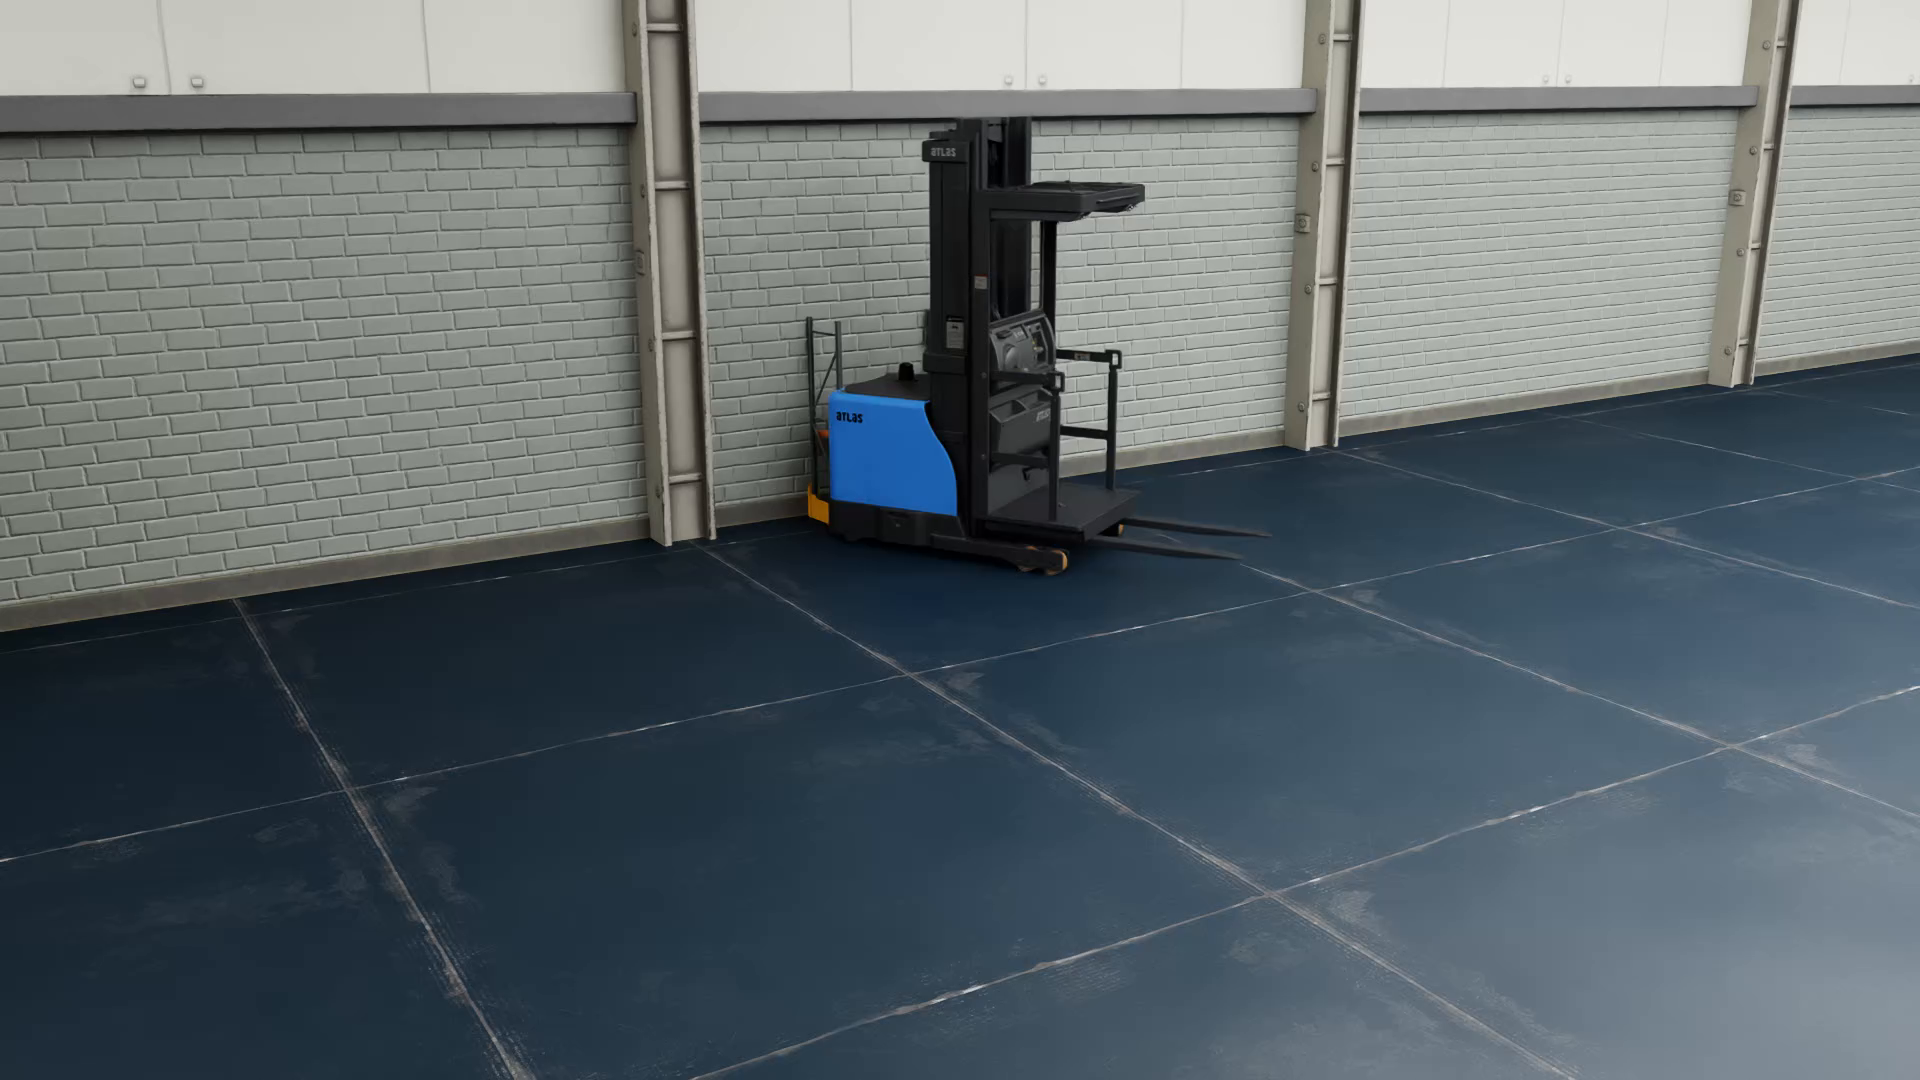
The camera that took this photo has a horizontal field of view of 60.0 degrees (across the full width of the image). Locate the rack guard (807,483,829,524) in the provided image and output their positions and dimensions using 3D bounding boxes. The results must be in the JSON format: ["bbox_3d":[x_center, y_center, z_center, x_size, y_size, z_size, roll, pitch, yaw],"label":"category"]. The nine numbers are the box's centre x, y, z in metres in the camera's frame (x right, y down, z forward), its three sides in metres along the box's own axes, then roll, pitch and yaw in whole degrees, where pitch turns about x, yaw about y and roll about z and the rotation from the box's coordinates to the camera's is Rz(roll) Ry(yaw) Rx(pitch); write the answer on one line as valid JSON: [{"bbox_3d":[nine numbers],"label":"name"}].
[{"bbox_3d":[-0.968,-0.256,12.321,0.087,0.250,0.587,-8,14,-30],"label":"rack guard"}]

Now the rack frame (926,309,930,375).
[{"bbox_3d":[-0.110,-0.992,12.700,0.032,1.500,0.500,-8,14,-30],"label":"rack frame"}]

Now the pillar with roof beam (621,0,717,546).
[{"bbox_3d":[0.222,-3.355,7.206,0.400,9.000,9.100,-9,18,-30],"label":"pillar with roof beam"}]

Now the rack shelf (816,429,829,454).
[{"bbox_3d":[-0.541,-0.753,12.481,1.000,0.185,0.538,-8,14,-30],"label":"rack shelf"}]

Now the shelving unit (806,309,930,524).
[{"bbox_3d":[-0.551,-0.928,12.438,1.083,1.500,0.587,-8,14,-30],"label":"shelving unit"}]

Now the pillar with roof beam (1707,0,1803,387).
[{"bbox_3d":[10.508,-5.023,13.157,0.400,9.000,9.100,-9,18,-30],"label":"pillar with roof beam"}]

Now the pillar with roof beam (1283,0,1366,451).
[{"bbox_3d":[5.365,-4.189,10.181,0.400,9.000,9.100,-9,18,-30],"label":"pillar with roof beam"}]

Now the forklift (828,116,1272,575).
[{"bbox_3d":[0.610,-1.342,11.266,3.031,2.935,1.130,8,17,26],"label":"forklift"}]

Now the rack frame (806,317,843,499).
[{"bbox_3d":[-0.978,-0.866,12.186,0.032,1.500,0.500,-8,14,-30],"label":"rack frame"}]
